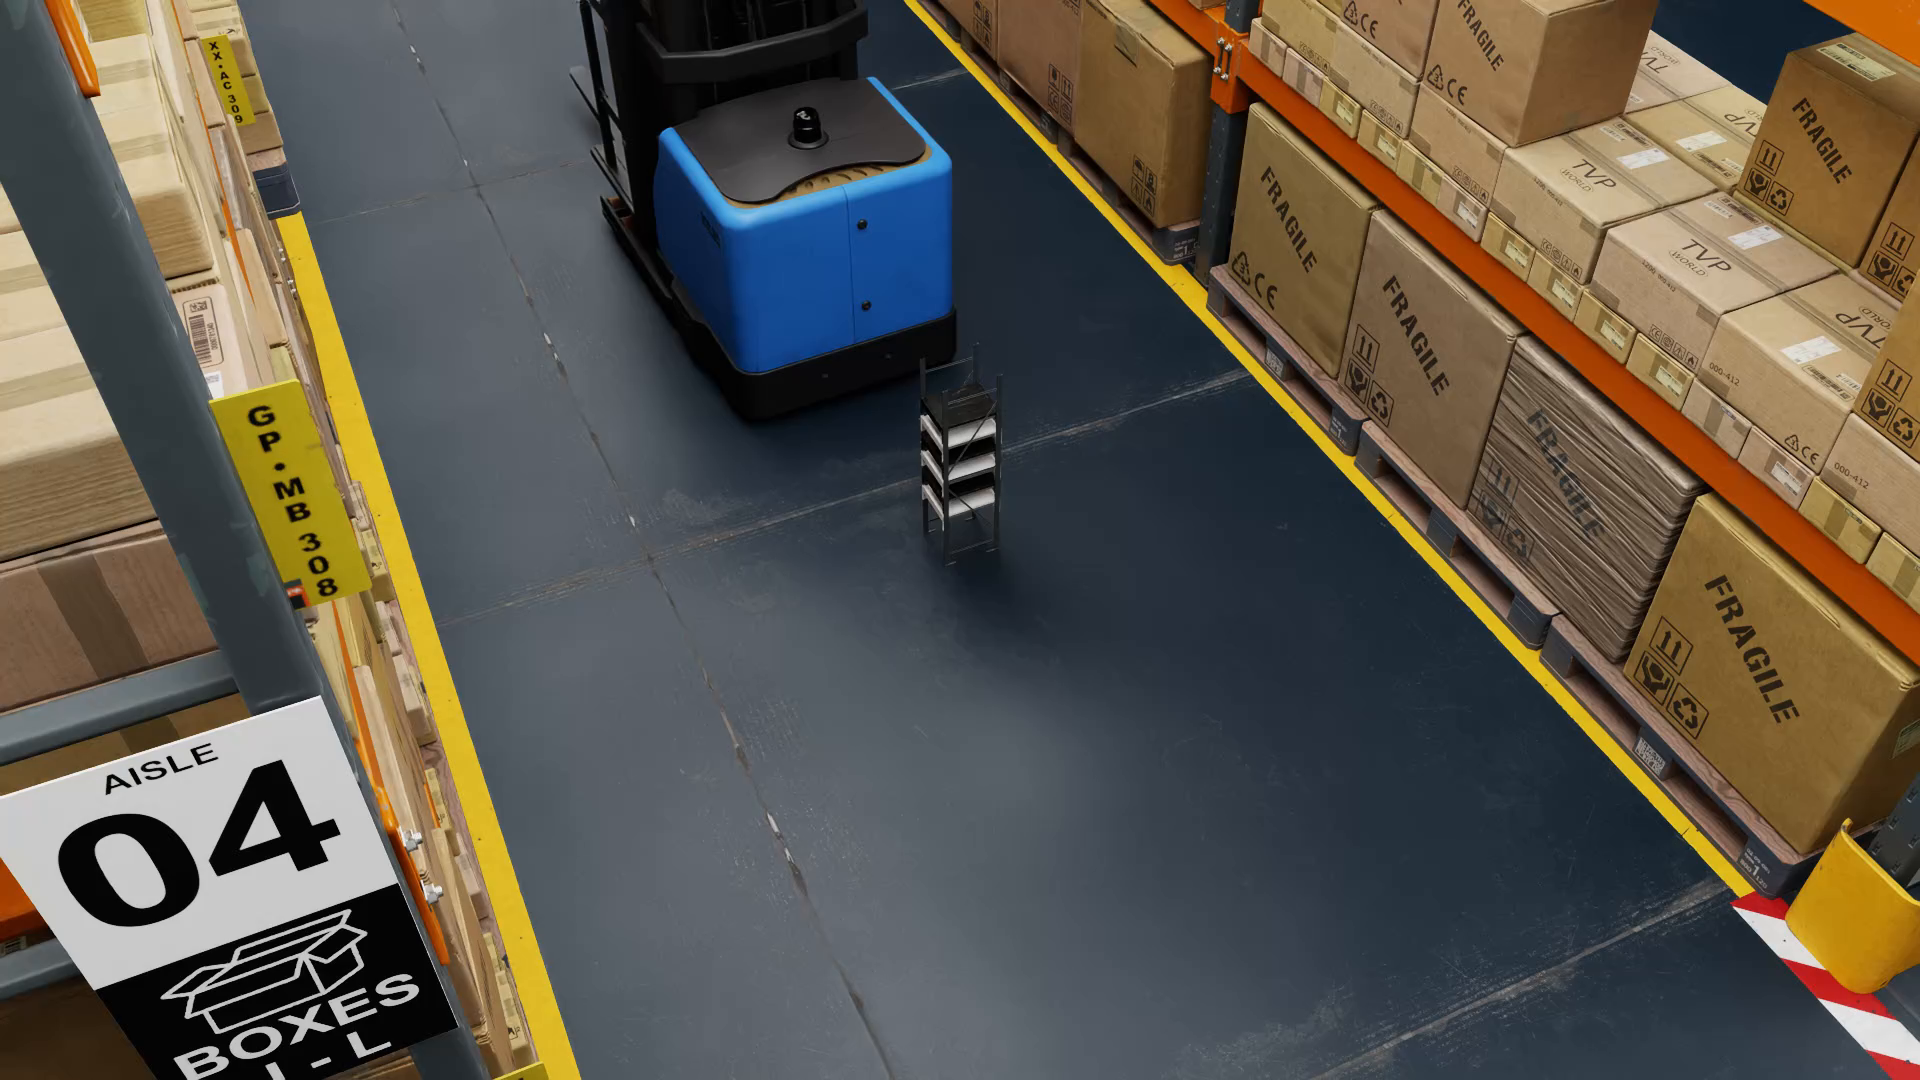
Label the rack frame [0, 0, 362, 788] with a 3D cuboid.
[{"bbox_3d":[-1.255,-0.640,0.992,1.000,3.000,0.127,-18,47,-17],"label":"rack frame"}]

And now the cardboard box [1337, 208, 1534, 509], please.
[{"bbox_3d":[2.190,-0.830,6.669,0.875,0.875,0.875,-18,47,-17],"label":"cardboard box"}]

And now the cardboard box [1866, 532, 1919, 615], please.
[{"bbox_3d":[2.840,0.055,4.738,0.380,0.149,0.250,-17,47,-17],"label":"cardboard box"}]

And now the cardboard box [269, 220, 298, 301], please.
[{"bbox_3d":[-3.007,-1.129,6.706,0.500,0.250,0.500,-20,48,-19],"label":"cardboard box"}]

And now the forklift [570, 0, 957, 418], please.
[{"bbox_3d":[-1.133,-2.606,7.305,1.130,2.935,3.031,-20,48,-19],"label":"forklift"}]

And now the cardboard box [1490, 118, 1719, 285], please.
[{"bbox_3d":[2.194,-1.167,5.692,0.500,0.250,0.500,-18,47,-17],"label":"cardboard box"}]

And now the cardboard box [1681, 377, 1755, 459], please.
[{"bbox_3d":[2.520,-0.431,5.230,0.380,0.149,0.250,-17,47,-17],"label":"cardboard box"}]

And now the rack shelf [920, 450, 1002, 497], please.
[{"bbox_3d":[0.003,-0.291,6.452,0.258,0.077,0.200,-18,47,-17],"label":"rack shelf"}]

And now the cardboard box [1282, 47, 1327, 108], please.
[{"bbox_3d":[1.539,-1.911,6.730,0.380,0.149,0.250,-20,48,-19],"label":"cardboard box"}]

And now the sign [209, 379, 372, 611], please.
[{"bbox_3d":[-0.762,-0.044,1.901,0.100,0.325,0.005,-18,47,-17],"label":"sign"}]

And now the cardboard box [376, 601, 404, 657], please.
[{"bbox_3d":[-2.060,0.391,5.525,0.380,0.149,0.250,-20,48,-19],"label":"cardboard box"}]

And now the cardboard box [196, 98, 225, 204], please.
[{"bbox_3d":[-1.864,-0.874,3.471,0.500,0.250,0.500,-18,47,-18],"label":"cardboard box"}]

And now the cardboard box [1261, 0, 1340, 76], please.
[{"bbox_3d":[1.566,-2.130,6.668,0.500,0.250,0.500,-19,48,-18],"label":"cardboard box"}]

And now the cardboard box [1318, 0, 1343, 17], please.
[{"bbox_3d":[1.576,-2.393,6.401,0.500,0.500,0.500,-18,47,-17],"label":"cardboard box"}]

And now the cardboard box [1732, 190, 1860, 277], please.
[{"bbox_3d":[2.899,-0.994,5.517,0.500,0.250,0.500,-20,48,-19],"label":"cardboard box"}]

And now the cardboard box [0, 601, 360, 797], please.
[{"bbox_3d":[-1.211,0.119,2.465,0.500,0.250,0.500,-16,47,-16],"label":"cardboard box"}]

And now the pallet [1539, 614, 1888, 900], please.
[{"bbox_3d":[2.881,0.601,5.991,1.003,0.211,1.213,-18,47,-17],"label":"pallet"}]

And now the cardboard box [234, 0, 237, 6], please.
[{"bbox_3d":[-2.904,-1.936,6.244,0.380,0.149,0.250,-17,47,-16],"label":"cardboard box"}]

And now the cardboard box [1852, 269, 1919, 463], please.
[{"bbox_3d":[2.845,-0.457,4.439,0.500,0.500,0.500,-17,47,-17],"label":"cardboard box"}]

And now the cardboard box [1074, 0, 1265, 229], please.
[{"bbox_3d":[1.319,-2.249,8.108,1.225,0.875,0.875,-18,47,-17],"label":"cardboard box"}]

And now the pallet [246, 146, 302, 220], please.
[{"bbox_3d":[-3.126,-1.516,6.287,1.003,0.211,1.213,-18,47,-17],"label":"pallet"}]

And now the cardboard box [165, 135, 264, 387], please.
[{"bbox_3d":[-1.424,-0.386,2.621,0.500,0.250,0.500,-19,48,-18],"label":"cardboard box"}]

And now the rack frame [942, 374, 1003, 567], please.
[{"bbox_3d":[0.046,-0.250,6.363,0.240,0.900,0.006,-18,47,-17],"label":"rack frame"}]

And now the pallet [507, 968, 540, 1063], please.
[{"bbox_3d":[-1.596,1.911,4.663,1.003,0.211,1.213,-18,47,-17],"label":"pallet"}]

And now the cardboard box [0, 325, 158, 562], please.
[{"bbox_3d":[-1.184,-0.113,2.060,0.380,0.149,0.250,-18,48,-18],"label":"cardboard box"}]

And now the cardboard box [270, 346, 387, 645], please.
[{"bbox_3d":[-1.619,-0.024,3.644,0.500,0.500,0.500,-19,48,-18],"label":"cardboard box"}]

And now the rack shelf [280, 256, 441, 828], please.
[{"bbox_3d":[-2.095,0.477,4.643,1.077,0.370,4.000,-18,47,-17],"label":"rack shelf"}]

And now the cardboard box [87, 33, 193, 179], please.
[{"bbox_3d":[-1.424,-0.630,2.584,0.380,0.149,0.250,-17,47,-17],"label":"cardboard box"}]

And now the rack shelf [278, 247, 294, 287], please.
[{"bbox_3d":[-3.777,-2.072,7.227,1.077,0.370,4.000,-18,47,-17],"label":"rack shelf"}]

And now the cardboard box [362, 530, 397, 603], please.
[{"bbox_3d":[-2.262,0.147,5.985,0.380,0.149,0.250,-20,48,-19],"label":"cardboard box"}]

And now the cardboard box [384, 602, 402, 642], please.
[{"bbox_3d":[-2.259,0.300,6.041,0.380,0.149,0.250,-20,48,-19],"label":"cardboard box"}]

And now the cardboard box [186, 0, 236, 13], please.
[{"bbox_3d":[-2.808,-1.888,5.985,0.380,0.149,0.250,-17,47,-16],"label":"cardboard box"}]

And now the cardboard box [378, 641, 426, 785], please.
[{"bbox_3d":[-1.635,0.337,3.990,0.500,0.500,0.500,-17,47,-17],"label":"cardboard box"}]

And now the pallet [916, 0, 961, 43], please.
[{"bbox_3d":[0.188,-3.486,10.133,1.003,0.211,1.213,-18,47,-17],"label":"pallet"}]

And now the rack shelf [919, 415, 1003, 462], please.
[{"bbox_3d":[0.003,-0.420,6.326,0.258,0.077,0.200,-18,47,-17],"label":"rack shelf"}]

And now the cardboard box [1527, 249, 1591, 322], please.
[{"bbox_3d":[2.197,-0.920,5.725,0.380,0.149,0.250,-17,47,-17],"label":"cardboard box"}]

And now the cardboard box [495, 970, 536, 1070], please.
[{"bbox_3d":[-1.381,1.376,4.527,0.380,0.149,0.250,-18,47,-18],"label":"cardboard box"}]

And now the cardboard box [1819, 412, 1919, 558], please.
[{"bbox_3d":[2.844,-0.188,4.700,0.500,0.250,0.500,-19,48,-18],"label":"cardboard box"}]

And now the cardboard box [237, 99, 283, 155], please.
[{"bbox_3d":[-2.685,-1.501,6.015,0.380,0.149,0.250,-20,48,-19],"label":"cardboard box"}]

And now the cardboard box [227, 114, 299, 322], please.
[{"bbox_3d":[-2.477,-0.971,5.315,0.500,0.500,0.500,-18,47,-17],"label":"cardboard box"}]

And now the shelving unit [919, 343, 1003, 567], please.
[{"bbox_3d":[0.003,-0.315,6.429,0.258,0.900,0.210,-18,47,-17],"label":"shelving unit"}]

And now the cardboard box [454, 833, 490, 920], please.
[{"bbox_3d":[-1.707,1.119,5.211,0.380,0.149,0.250,-20,48,-19],"label":"cardboard box"}]

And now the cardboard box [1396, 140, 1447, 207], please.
[{"bbox_3d":[1.871,-1.413,6.225,0.380,0.149,0.250,-19,48,-18],"label":"cardboard box"}]

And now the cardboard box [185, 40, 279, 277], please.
[{"bbox_3d":[-2.271,-1.004,4.637,0.500,0.500,0.500,-19,48,-19],"label":"cardboard box"}]

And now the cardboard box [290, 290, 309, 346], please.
[{"bbox_3d":[-2.397,-0.720,5.522,0.380,0.149,0.250,-19,48,-18],"label":"cardboard box"}]

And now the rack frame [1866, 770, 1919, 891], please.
[{"bbox_3d":[3.288,0.095,4.518,1.000,3.000,0.127,-18,47,-17],"label":"rack frame"}]
